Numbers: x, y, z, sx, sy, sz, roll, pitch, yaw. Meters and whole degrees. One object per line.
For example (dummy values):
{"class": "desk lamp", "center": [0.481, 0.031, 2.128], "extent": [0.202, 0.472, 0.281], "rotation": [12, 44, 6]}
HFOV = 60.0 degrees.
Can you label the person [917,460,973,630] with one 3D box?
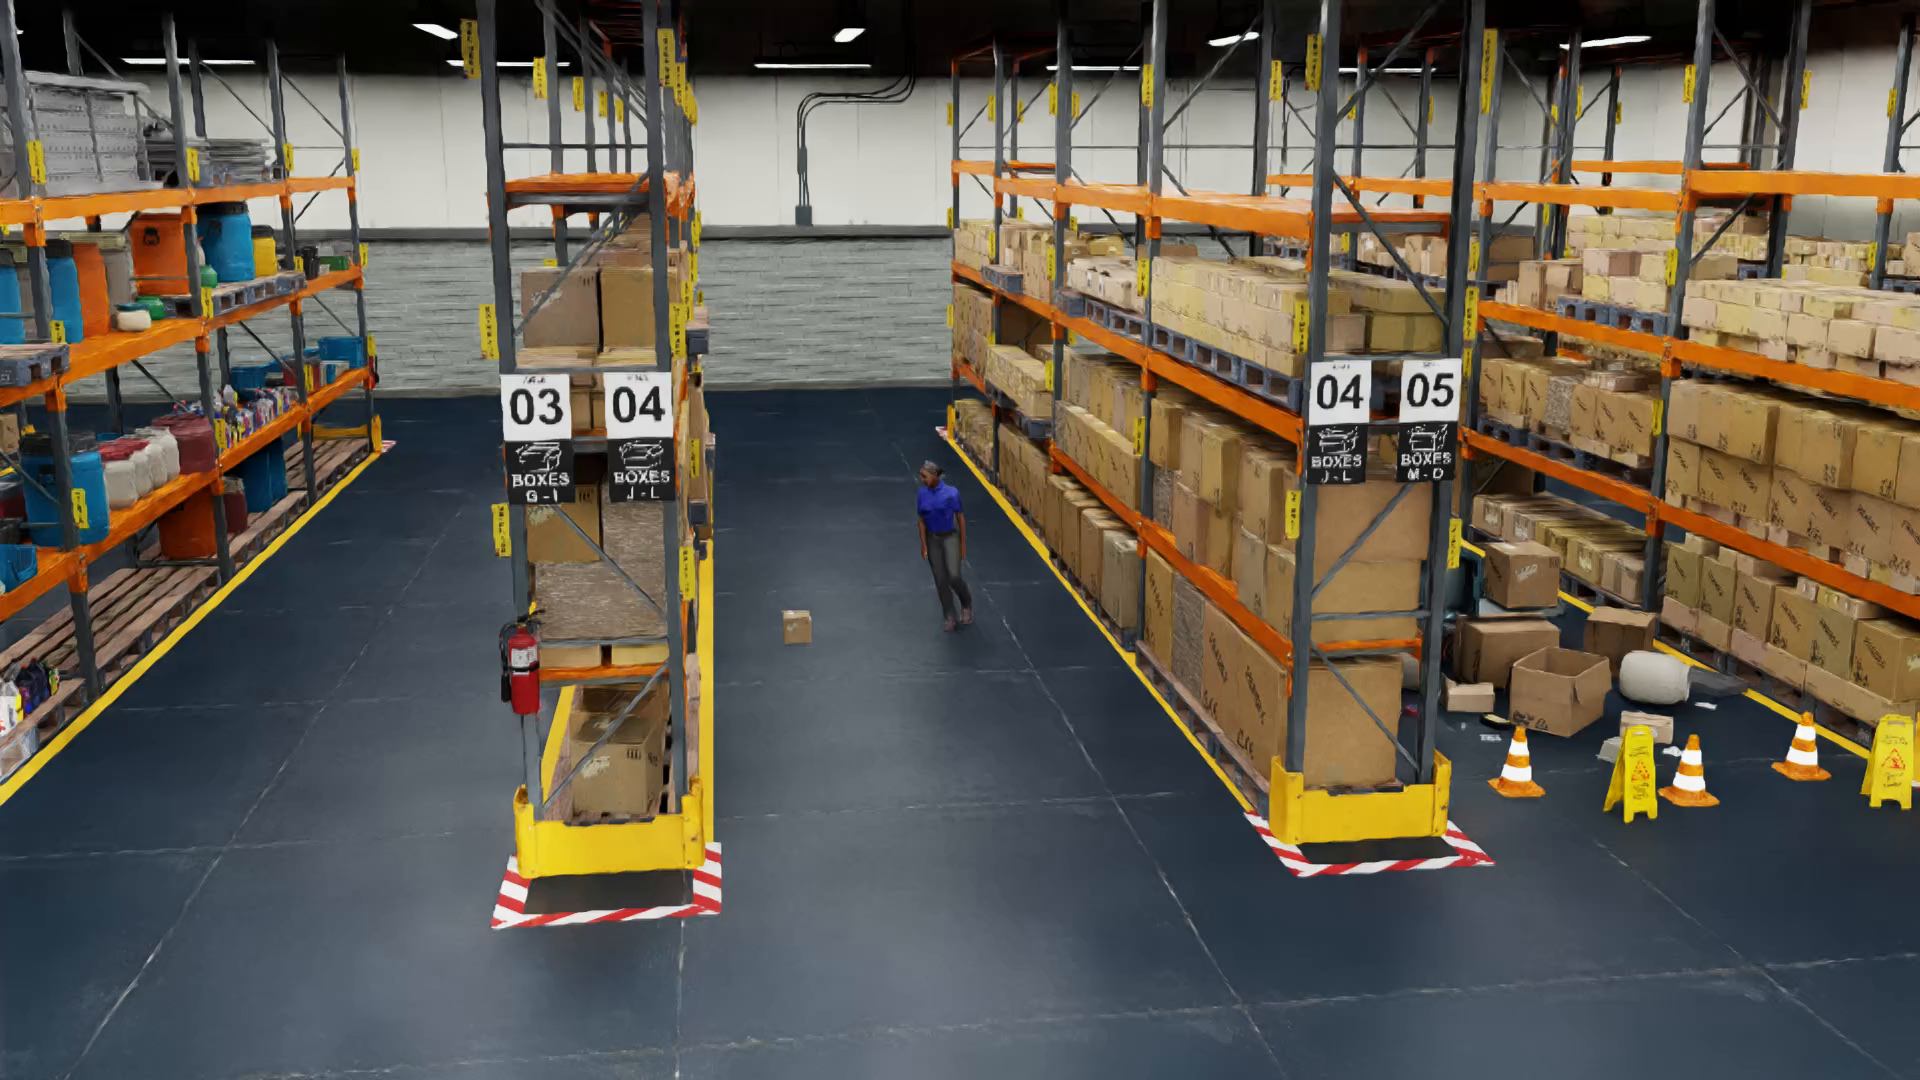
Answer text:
{"class": "person", "center": [-0.159, 0.038, 15.860], "extent": [0.530, 1.634, 0.453], "rotation": [5, 14, 21]}
